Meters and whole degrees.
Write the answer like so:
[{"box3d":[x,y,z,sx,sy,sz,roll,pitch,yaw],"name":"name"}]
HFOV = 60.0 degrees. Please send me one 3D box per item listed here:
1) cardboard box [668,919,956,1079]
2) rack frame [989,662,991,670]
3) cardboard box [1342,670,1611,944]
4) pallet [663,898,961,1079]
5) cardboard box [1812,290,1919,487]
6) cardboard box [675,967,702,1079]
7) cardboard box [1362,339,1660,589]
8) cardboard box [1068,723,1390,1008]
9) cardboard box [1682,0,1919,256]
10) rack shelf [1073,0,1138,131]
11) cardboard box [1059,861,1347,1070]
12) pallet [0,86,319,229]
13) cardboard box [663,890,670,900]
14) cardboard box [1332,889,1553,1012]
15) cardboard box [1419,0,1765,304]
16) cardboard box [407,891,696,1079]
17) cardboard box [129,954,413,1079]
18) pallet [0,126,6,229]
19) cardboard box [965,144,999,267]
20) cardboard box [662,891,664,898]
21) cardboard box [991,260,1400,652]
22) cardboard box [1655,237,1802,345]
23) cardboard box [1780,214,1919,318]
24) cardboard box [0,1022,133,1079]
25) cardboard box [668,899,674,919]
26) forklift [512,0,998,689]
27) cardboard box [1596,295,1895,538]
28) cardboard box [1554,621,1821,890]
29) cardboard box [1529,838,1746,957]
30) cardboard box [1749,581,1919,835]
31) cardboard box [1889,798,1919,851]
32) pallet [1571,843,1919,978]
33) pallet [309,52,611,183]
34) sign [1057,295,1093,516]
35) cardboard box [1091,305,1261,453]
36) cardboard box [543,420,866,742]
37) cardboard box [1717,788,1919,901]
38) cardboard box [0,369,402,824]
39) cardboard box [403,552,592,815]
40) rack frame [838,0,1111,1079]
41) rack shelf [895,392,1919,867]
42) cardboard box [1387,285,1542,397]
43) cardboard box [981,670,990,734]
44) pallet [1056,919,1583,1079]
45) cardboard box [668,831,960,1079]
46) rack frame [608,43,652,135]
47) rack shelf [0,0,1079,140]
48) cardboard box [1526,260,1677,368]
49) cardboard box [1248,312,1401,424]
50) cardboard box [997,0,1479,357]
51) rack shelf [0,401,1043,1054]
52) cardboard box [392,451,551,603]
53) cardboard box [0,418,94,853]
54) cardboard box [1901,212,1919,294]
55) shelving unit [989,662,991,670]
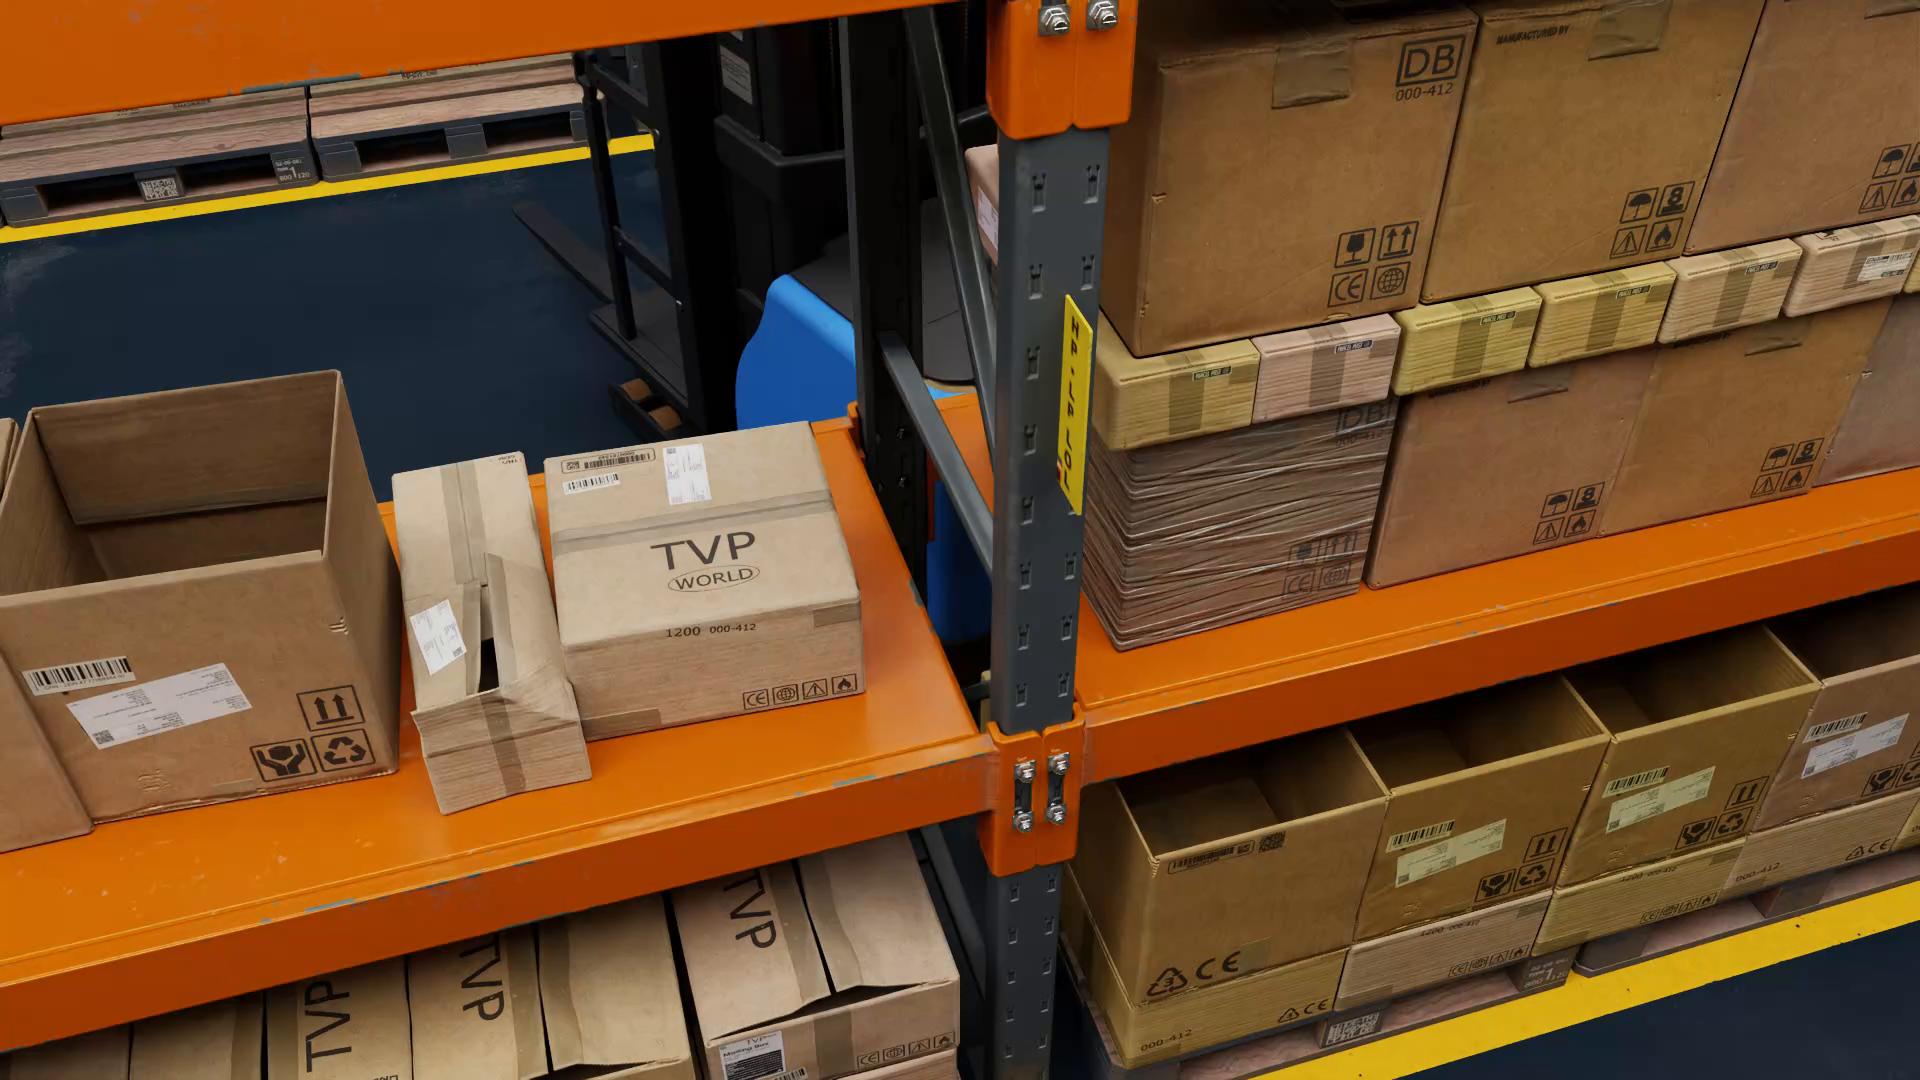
[{"box3d":[-0.320,1.021,3.572,0.500,0.250,0.500,-12,43,-13],"name":"cardboard box"},{"box3d":[0.165,0.083,4.214,0.006,1.200,0.240,-7,41,-18],"name":"rack frame"},{"box3d":[0.999,0.476,3.626,0.500,0.500,0.500,-12,42,-13],"name":"cardboard box"},{"box3d":[-0.703,1.100,3.831,1.213,0.211,1.003,-12,42,-13],"name":"pallet"},{"box3d":[1.879,-0.557,3.531,0.500,0.500,0.700,-11,42,-12],"name":"cardboard box"},{"box3d":[-0.803,1.120,3.459,0.500,0.250,0.500,-12,43,-14],"name":"cardboard box"},{"box3d":[0.911,-0.358,3.304,0.500,0.500,0.700,-12,43,-14],"name":"cardboard box"},{"box3d":[0.525,0.579,3.508,0.500,0.500,0.500,-12,42,-13],"name":"cardboard box"},{"box3d":[1.369,-0.937,2.981,0.500,0.500,0.700,-12,42,-13],"name":"cardboard box"},{"box3d":[1.896,-1.374,2.810,4.000,0.370,1.077,-12,42,-13],"name":"rack shelf"},{"box3d":[0.522,0.856,3.762,0.500,0.250,0.500,-12,42,-13],"name":"cardboard box"},{"box3d":[-3.399,-1.756,7.100,1.213,0.211,1.003,-12,42,-13],"name":"pallet"},{"box3d":[-0.481,0.471,3.775,0.500,0.311,0.500,-12,42,-13],"name":"cardboard box"},{"box3d":[1.000,0.760,3.871,0.500,0.250,0.500,-12,42,-13],"name":"cardboard box"},{"box3d":[0.891,-0.839,2.868,0.500,0.500,0.700,-12,43,-13],"name":"cardboard box"},{"box3d":[-0.806,0.912,3.270,0.500,0.311,0.500,-11,42,-12],"name":"cardboard box"},{"box3d":[-1.283,1.010,3.159,0.500,0.311,0.500,-12,43,-13],"name":"cardboard box"},{"box3d":[-4.561,-1.518,6.827,1.213,0.211,1.003,-12,42,-13],"name":"pallet"},{"box3d":[0.183,-0.591,3.077,0.250,0.149,0.380,-12,42,-13],"name":"cardboard box"},{"box3d":[-0.960,0.567,3.666,0.500,0.311,0.500,-12,43,-14],"name":"cardboard box"},{"box3d":[0.410,-0.250,3.180,0.500,0.500,0.700,-13,43,-14],"name":"cardboard box"},{"box3d":[1.277,-0.537,3.015,0.250,0.149,0.380,-13,43,-14],"name":"cardboard box"},{"box3d":[1.531,-0.591,3.078,0.250,0.149,0.380,-13,43,-14],"name":"cardboard box"},{"box3d":[-1.764,1.107,3.048,0.500,0.311,0.500,-12,43,-14],"name":"cardboard box"},{"box3d":[-0.471,0.681,3.961,0.500,0.250,0.500,-13,43,-14],"name":"cardboard box"},{"box3d":[-0.536,-1.561,4.809,1.130,2.935,3.031,-27,48,-27],"name":"forklift"},{"box3d":[1.390,-0.455,3.415,0.500,0.500,0.700,-11,42,-12],"name":"cardboard box"},{"box3d":[1.478,0.382,3.734,0.500,0.500,0.500,-12,42,-13],"name":"cardboard box"},{"box3d":[1.478,0.664,3.980,0.500,0.250,0.500,-12,42,-13],"name":"cardboard box"},{"box3d":[1.955,0.282,3.849,0.500,0.500,0.500,-12,42,-13],"name":"cardboard box"},{"box3d":[2.431,0.464,4.210,0.500,0.250,0.500,-12,42,-13],"name":"cardboard box"},{"box3d":[1.925,0.555,4.454,1.213,0.211,1.003,-12,42,-13],"name":"pallet"},{"box3d":[-2.234,-2.000,7.379,1.213,0.211,1.003,-12,42,-13],"name":"pallet"},{"box3d":[0.160,-0.188,2.365,0.005,0.325,0.100,-12,42,-13],"name":"sign"},{"box3d":[0.303,-0.334,2.783,0.250,0.149,0.380,-12,43,-13],"name":"cardboard box"},{"box3d":[-0.468,0.061,3.015,0.500,0.250,0.500,-9,42,-10],"name":"cardboard box"},{"box3d":[1.954,0.562,4.098,0.500,0.250,0.500,-12,42,-13],"name":"cardboard box"},{"box3d":[-1.252,0.088,2.794,0.500,0.500,0.500,-9,42,-10],"name":"cardboard box"},{"box3d":[-0.795,0.219,2.821,0.258,0.266,0.396,-13,43,-14],"name":"cardboard box"},{"box3d":[-0.012,-0.120,3.108,0.127,3.000,1.000,-12,42,-13],"name":"rack frame"},{"box3d":[1.896,-0.245,3.797,4.000,0.370,1.077,-12,42,-13],"name":"rack shelf"},{"box3d":[0.788,-0.436,2.900,0.250,0.149,0.380,-13,43,-14],"name":"cardboard box"},{"box3d":[0.365,0.528,4.136,0.500,0.250,0.500,-12,42,-13],"name":"cardboard box"},{"box3d":[0.759,0.799,4.175,1.213,0.211,1.003,-12,42,-13],"name":"pallet"},{"box3d":[-0.312,0.806,3.392,0.500,0.311,0.500,-12,42,-13],"name":"cardboard box"},{"box3d":[-1.496,-3.230,6.667,0.127,3.000,1.000,-12,42,-13],"name":"rack frame"},{"box3d":[-1.919,-0.584,1.905,4.000,0.370,1.077,-12,42,-13],"name":"rack shelf"},{"box3d":[1.037,-0.488,2.960,0.250,0.149,0.380,-12,43,-13],"name":"cardboard box"},{"box3d":[0.542,-0.384,2.840,0.250,0.149,0.380,-11,42,-12],"name":"cardboard box"},{"box3d":[0.410,-0.738,2.753,0.500,0.500,0.700,-12,42,-13],"name":"cardboard box"},{"box3d":[-1.919,0.546,2.892,4.000,0.370,1.077,-12,42,-13],"name":"rack shelf"},{"box3d":[-0.918,0.021,3.137,0.250,0.149,0.380,-12,42,-13],"name":"cardboard box"},{"box3d":[-1.729,0.187,2.681,0.500,0.500,0.500,-12,42,-13],"name":"cardboard box"},{"box3d":[1.779,-0.642,3.136,0.250,0.149,0.380,-12,43,-13],"name":"cardboard box"},{"box3d":[0.252,0.072,4.242,0.189,1.200,0.258,-7,41,-18],"name":"shelving unit"}]
